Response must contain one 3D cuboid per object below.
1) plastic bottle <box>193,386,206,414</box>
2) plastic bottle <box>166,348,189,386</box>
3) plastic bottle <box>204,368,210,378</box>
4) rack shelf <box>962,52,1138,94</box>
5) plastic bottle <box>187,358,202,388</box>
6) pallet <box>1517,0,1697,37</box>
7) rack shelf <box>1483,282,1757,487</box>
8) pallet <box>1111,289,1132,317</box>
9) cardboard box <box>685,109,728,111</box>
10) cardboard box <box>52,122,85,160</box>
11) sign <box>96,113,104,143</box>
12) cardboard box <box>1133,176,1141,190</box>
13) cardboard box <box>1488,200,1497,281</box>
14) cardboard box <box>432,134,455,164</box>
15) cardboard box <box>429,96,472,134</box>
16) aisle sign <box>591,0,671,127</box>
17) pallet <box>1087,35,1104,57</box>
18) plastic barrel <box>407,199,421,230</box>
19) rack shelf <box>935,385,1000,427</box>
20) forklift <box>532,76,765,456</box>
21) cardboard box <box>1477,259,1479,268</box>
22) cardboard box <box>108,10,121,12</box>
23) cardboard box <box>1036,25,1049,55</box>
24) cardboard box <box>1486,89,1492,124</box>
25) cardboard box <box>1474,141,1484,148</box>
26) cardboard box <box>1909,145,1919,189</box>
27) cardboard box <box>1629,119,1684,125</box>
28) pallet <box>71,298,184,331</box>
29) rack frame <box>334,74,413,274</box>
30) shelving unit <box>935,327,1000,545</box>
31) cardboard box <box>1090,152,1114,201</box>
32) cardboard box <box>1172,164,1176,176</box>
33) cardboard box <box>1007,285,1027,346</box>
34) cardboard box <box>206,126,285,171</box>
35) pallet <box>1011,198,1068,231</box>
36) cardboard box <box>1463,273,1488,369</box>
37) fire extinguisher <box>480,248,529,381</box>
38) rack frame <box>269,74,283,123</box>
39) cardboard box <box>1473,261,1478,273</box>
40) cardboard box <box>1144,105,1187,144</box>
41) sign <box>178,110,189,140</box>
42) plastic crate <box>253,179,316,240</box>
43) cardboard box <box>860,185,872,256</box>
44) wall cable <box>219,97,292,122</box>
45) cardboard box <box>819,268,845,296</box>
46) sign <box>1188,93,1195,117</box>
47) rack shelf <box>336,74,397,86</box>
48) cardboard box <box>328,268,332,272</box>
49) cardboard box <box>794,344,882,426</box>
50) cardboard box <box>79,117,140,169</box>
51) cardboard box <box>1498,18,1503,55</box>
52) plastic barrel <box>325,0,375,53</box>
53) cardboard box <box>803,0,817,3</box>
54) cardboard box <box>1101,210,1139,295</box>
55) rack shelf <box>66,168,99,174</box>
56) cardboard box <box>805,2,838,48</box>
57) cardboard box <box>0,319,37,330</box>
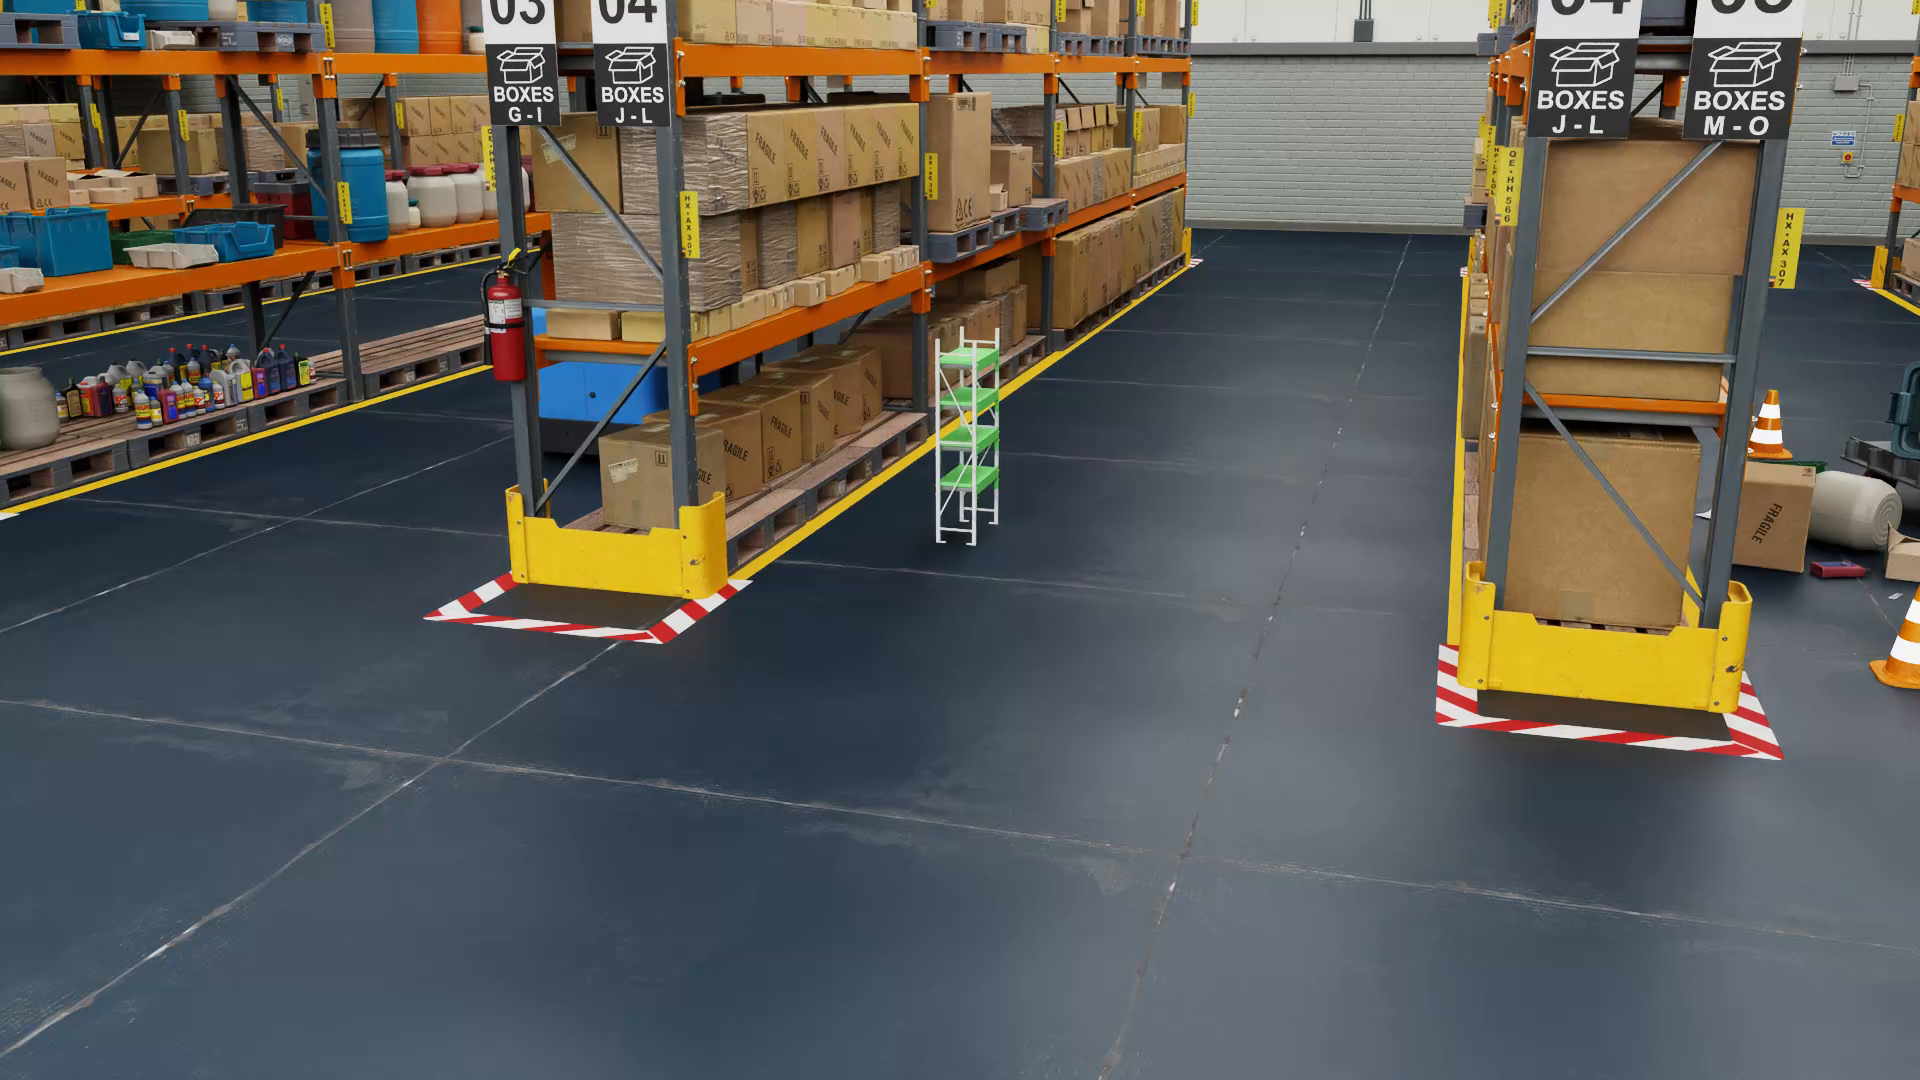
[{"bbox_3d":[-5.651,-1.039,12.316,0.097,0.201,0.097,0,16,0],"label":"plastic bottle"},{"bbox_3d":[-6.163,-1.337,13.093,0.144,0.351,0.185,4,16,14],"label":"plastic bottle"},{"bbox_3d":[-5.687,-1.173,12.640,0.061,0.283,0.133,5,16,16],"label":"plastic bottle"},{"bbox_3d":[0.972,-4.910,17.466,1.077,0.370,4.000,5,16,16],"label":"rack shelf"},{"bbox_3d":[-6.035,-1.301,13.112,0.097,0.271,0.097,0,16,0],"label":"plastic bottle"},{"bbox_3d":[3.403,-2.702,8.523,1.003,0.211,1.213,5,16,16],"label":"pallet"},{"bbox_3d":[3.425,-0.963,9.047,1.077,0.370,4.000,5,16,16],"label":"rack shelf"},{"bbox_3d":[1.393,-2.788,19.270,1.003,0.211,1.213,5,16,16],"label":"pallet"},{"bbox_3d":[-1.669,-2.294,9.861,0.500,0.500,0.500,5,16,16],"label":"cardboard box"},{"bbox_3d":[-12.597,-5.550,23.133,0.500,0.500,0.500,4,16,15],"label":"cardboard box"},{"bbox_3d":[-9.616,-4.618,18.637,0.100,0.325,0.005,5,16,16],"label":"sign"},{"bbox_3d":[1.943,-4.267,19.838,0.380,0.149,0.250,5,16,16],"label":"cardboard box"},{"bbox_3d":[3.886,-2.038,11.335,0.500,0.500,0.500,5,16,16],"label":"cardboard box"},{"bbox_3d":[-7.408,-5.400,23.189,0.500,0.500,0.500,5,17,17],"label":"cardboard box"},{"bbox_3d":[-7.260,-6.006,23.492,0.500,0.500,0.500,4,16,14],"label":"cardboard box"},{"bbox_3d":[-1.600,-2.408,8.060,0.394,0.787,0.004,5,16,16],"label":"aisle sign"},{"bbox_3d":[0.851,-5.108,17.190,1.003,0.211,1.213,5,17,18],"label":"pallet"},{"bbox_3d":[-4.959,-2.896,14.795,0.301,0.262,0.301,0,16,0],"label":"plastic barrel"},{"bbox_3d":[0.047,-0.790,9.770,0.258,0.148,0.480,5,16,16],"label":"rack shelf"},{"bbox_3d":[-2.126,-2.331,12.675,1.130,2.935,3.031,5,17,18],"label":"forklift"},{"bbox_3d":[5.803,-2.752,17.848,0.500,0.500,0.500,5,17,18],"label":"cardboard box"},{"bbox_3d":[-9.002,-5.667,18.633,0.910,0.500,0.500,5,16,16],"label":"cardboard box"},{"bbox_3d":[0.504,-4.518,15.038,0.500,0.250,0.500,5,16,16],"label":"cardboard box"},{"bbox_3d":[6.283,-4.878,18.968,0.500,0.500,0.500,4,16,14],"label":"cardboard box"},{"bbox_3d":[5.492,-4.020,17.107,0.380,0.149,0.250,4,16,15],"label":"cardboard box"},{"bbox_3d":[11.650,-4.425,19.750,0.500,0.500,0.500,4,16,15],"label":"cardboard box"},{"bbox_3d":[3.811,-2.178,9.756,0.875,0.550,0.550,5,16,16],"label":"cardboard box"},{"bbox_3d":[-9.365,-2.506,18.276,1.003,0.211,1.213,5,16,16],"label":"pallet"},{"bbox_3d":[-7.957,-5.106,22.334,1.000,3.000,0.127,5,16,16],"label":"rack frame"},{"bbox_3d":[0.047,-0.621,9.818,0.258,1.200,0.503,5,16,16],"label":"shelving unit"},{"bbox_3d":[1.380,-3.975,18.164,0.500,0.500,0.500,4,16,15],"label":"cardboard box"},{"bbox_3d":[2.675,-4.944,22.225,0.380,0.149,0.250,5,17,17],"label":"cardboard box"},{"bbox_3d":[0.232,-2.123,15.590,0.700,0.500,0.500,4,16,13],"label":"cardboard box"},{"bbox_3d":[-8.579,-4.708,19.976,0.700,0.500,0.500,8,18,26],"label":"cardboard box"},{"bbox_3d":[0.303,-3.003,15.272,1.213,0.211,1.003,5,16,16],"label":"pallet"},{"bbox_3d":[4.871,-1.847,14.196,1.050,0.750,0.750,4,16,15],"label":"cardboard box"},{"bbox_3d":[-2.344,-1.166,8.584,0.296,0.674,0.183,5,16,16],"label":"fire extinguisher"},{"bbox_3d":[-11.570,-6.536,27.374,1.000,3.000,0.127,5,16,16],"label":"rack frame"},{"bbox_3d":[6.176,-3.150,19.346,0.380,0.149,0.250,4,16,14],"label":"cardboard box"},{"bbox_3d":[2.791,-5.667,22.668,0.500,0.500,0.500,5,17,17],"label":"cardboard box"},{"bbox_3d":[-8.560,-4.574,18.338,0.100,0.325,0.005,5,16,16],"label":"sign"},{"bbox_3d":[-5.638,-2.809,14.119,0.402,0.464,0.583,5,16,16],"label":"plastic crate"},{"bbox_3d":[-1.096,-2.194,11.339,0.875,0.500,0.500,5,16,16],"label":"cardboard box"},{"bbox_3d":[-12.113,-7.433,28.675,0.084,1.984,1.851,5,16,16],"label":"wall cable"},{"bbox_3d":[-0.953,-1.653,10.619,0.380,0.149,0.250,5,16,16],"label":"cardboard box"},{"bbox_3d":[3.193,-6.009,22.960,0.100,0.325,0.005,5,16,16],"label":"sign"},{"bbox_3d":[-7.388,-6.726,23.868,1.077,0.370,4.000,5,16,16],"label":"rack shelf"},{"bbox_3d":[-8.113,-3.704,21.165,0.500,0.500,0.500,5,17,17],"label":"cardboard box"},{"bbox_3d":[-0.885,-1.142,12.169,0.500,0.500,0.500,4,16,14],"label":"cardboard box"},{"bbox_3d":[-12.537,-5.774,24.140,0.980,0.700,0.700,5,17,17],"label":"cardboard box"},{"bbox_3d":[5.179,-4.671,15.121,0.500,0.500,0.500,5,16,16],"label":"cardboard box"},{"bbox_3d":[-5.360,-4.633,14.251,0.600,0.901,0.600,0,16,0],"label":"plastic barrel"},{"bbox_3d":[-1.079,-3.290,9.979,0.380,0.149,0.250,4,16,14],"label":"cardboard box"},{"bbox_3d":[1.378,-3.348,19.259,1.225,0.875,0.875,5,16,16],"label":"cardboard box"},{"bbox_3d":[-13.275,-4.620,21.938,1.077,0.370,4.000,5,16,16],"label":"rack shelf"},{"bbox_3d":[-1.057,-3.075,9.953,0.500,0.250,0.500,5,17,18],"label":"cardboard box"},{"bbox_3d":[-9.587,-2.248,16.527,0.500,0.250,0.500,4,16,14],"label":"cardboard box"}]
